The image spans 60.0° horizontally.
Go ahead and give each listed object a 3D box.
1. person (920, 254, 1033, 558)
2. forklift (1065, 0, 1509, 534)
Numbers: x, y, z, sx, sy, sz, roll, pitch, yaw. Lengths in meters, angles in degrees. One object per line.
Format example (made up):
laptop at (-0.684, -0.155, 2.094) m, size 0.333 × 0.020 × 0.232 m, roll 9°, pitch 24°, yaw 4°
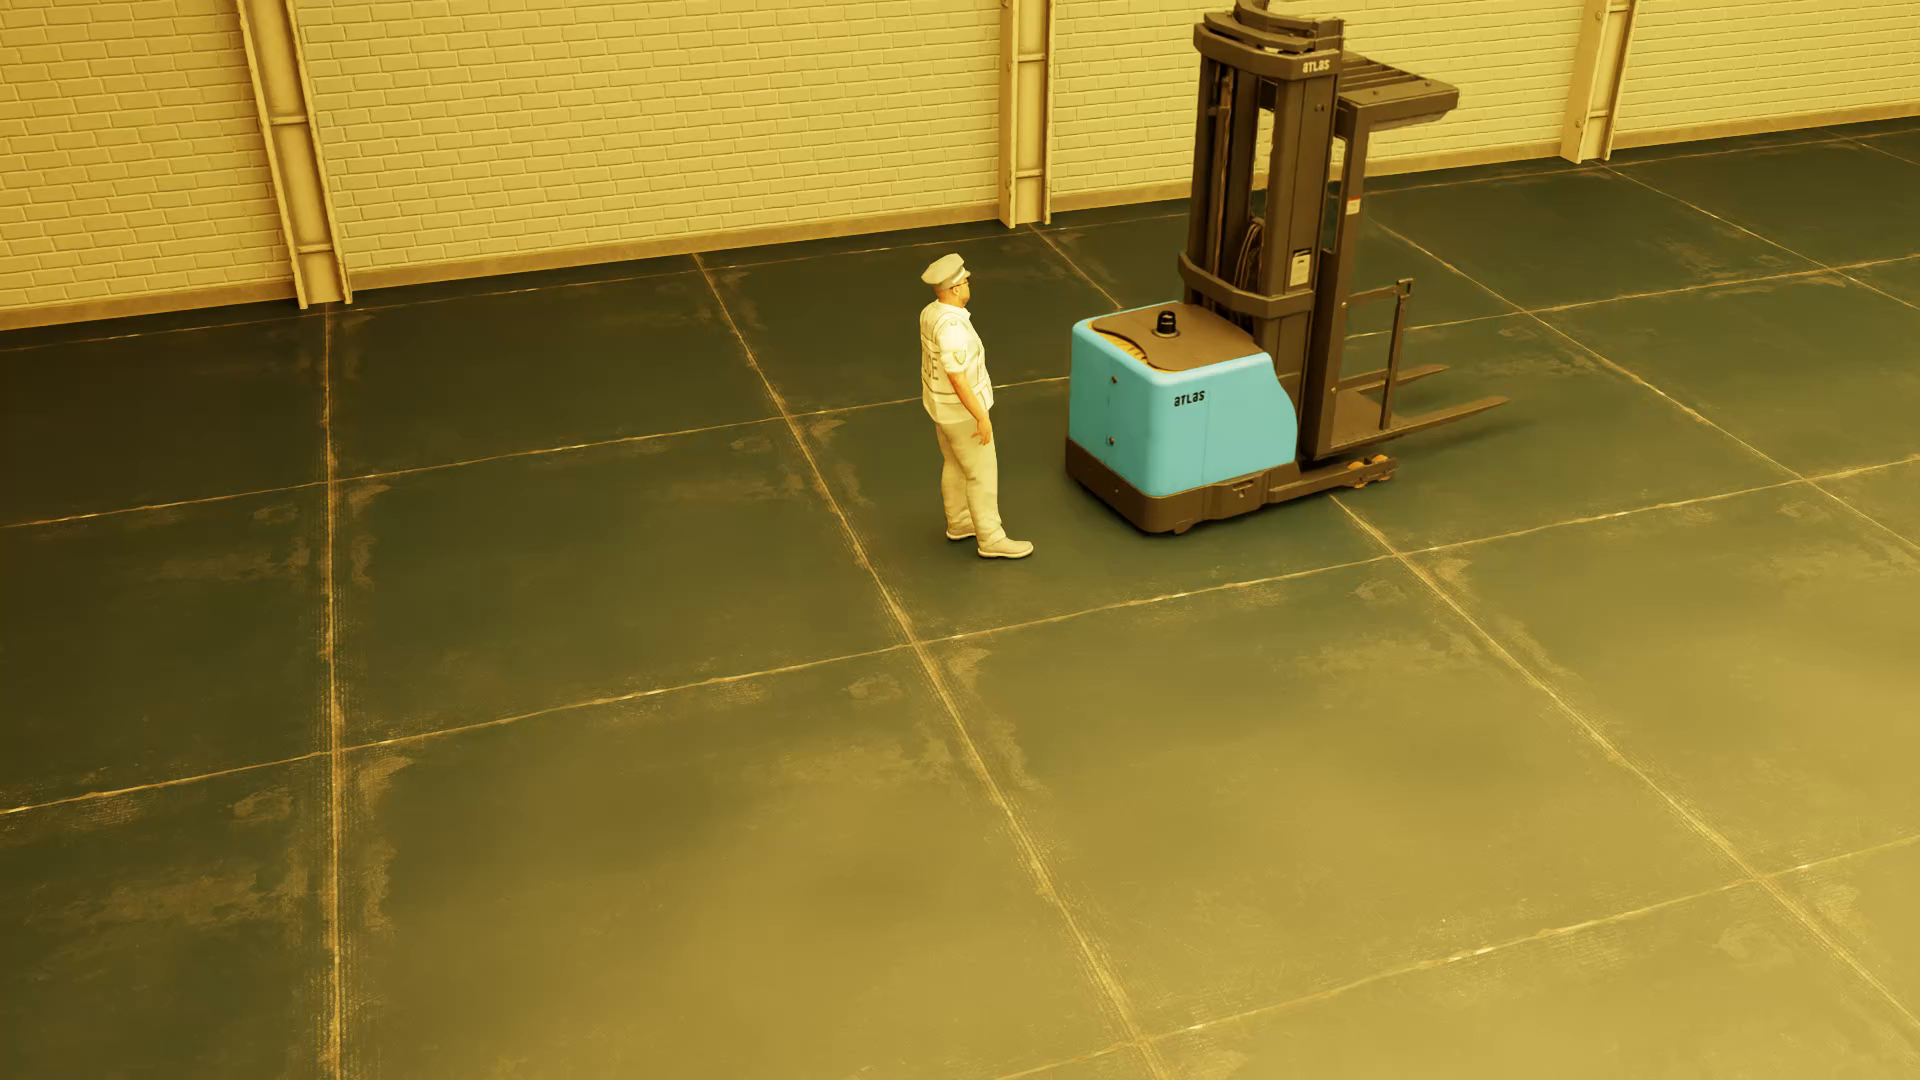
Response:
person at (0.077, -0.785, 9.589) m, size 0.575 × 1.781 × 0.640 m, roll -10°, pitch 31°, yaw -16°
forklift at (2.219, -1.818, 10.246) m, size 3.031 × 2.935 × 1.130 m, roll -15°, pitch 33°, yaw -24°
